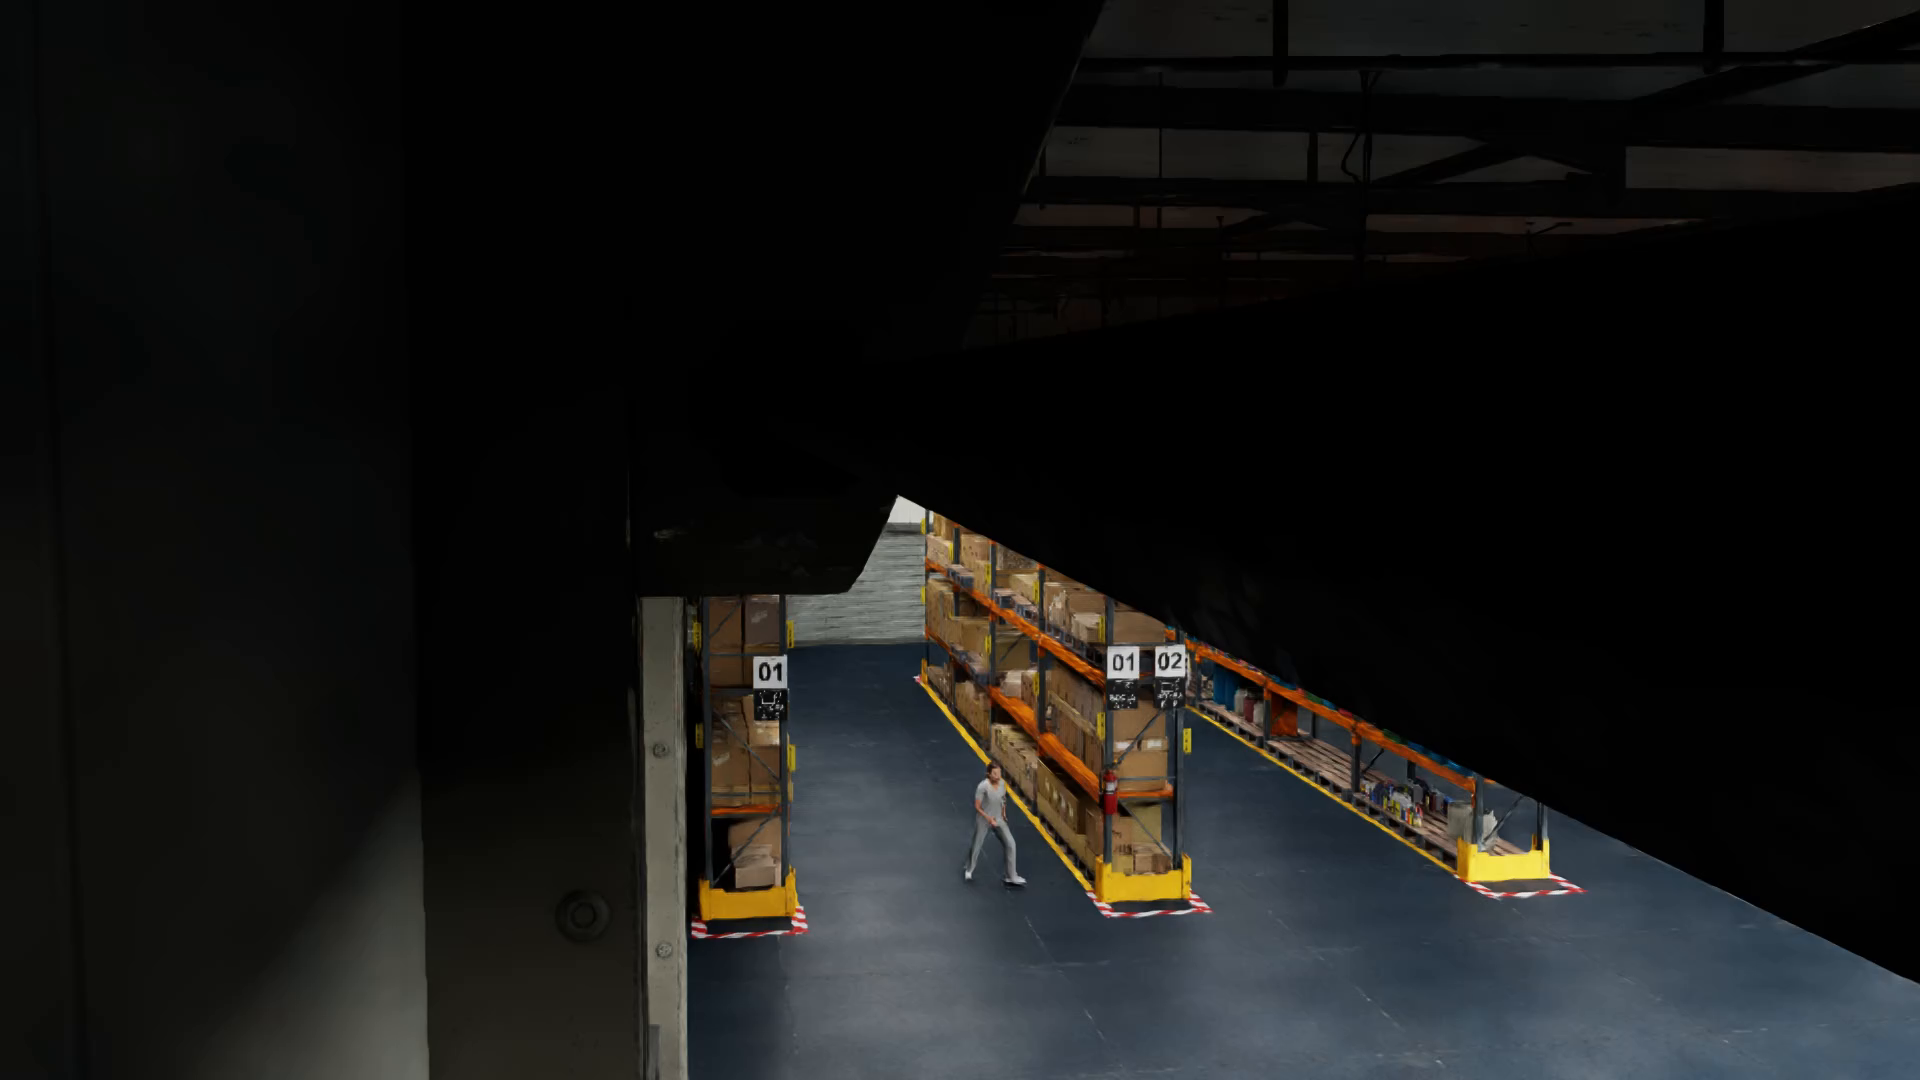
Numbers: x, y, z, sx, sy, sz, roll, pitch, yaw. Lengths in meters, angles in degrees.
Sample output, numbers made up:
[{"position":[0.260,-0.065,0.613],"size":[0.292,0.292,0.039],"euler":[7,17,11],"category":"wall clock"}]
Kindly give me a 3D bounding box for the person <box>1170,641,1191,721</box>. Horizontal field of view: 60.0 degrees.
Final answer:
[{"position":[4.216,2.698,32.012],"size":[0.489,1.588,1.075],"euler":[-1,5,-11],"category":"person"}]

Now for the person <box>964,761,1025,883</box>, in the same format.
[{"position":[0.401,3.624,21.543],"size":[0.608,1.601,0.817],"euler":[-2,6,-26],"category":"person"}]
